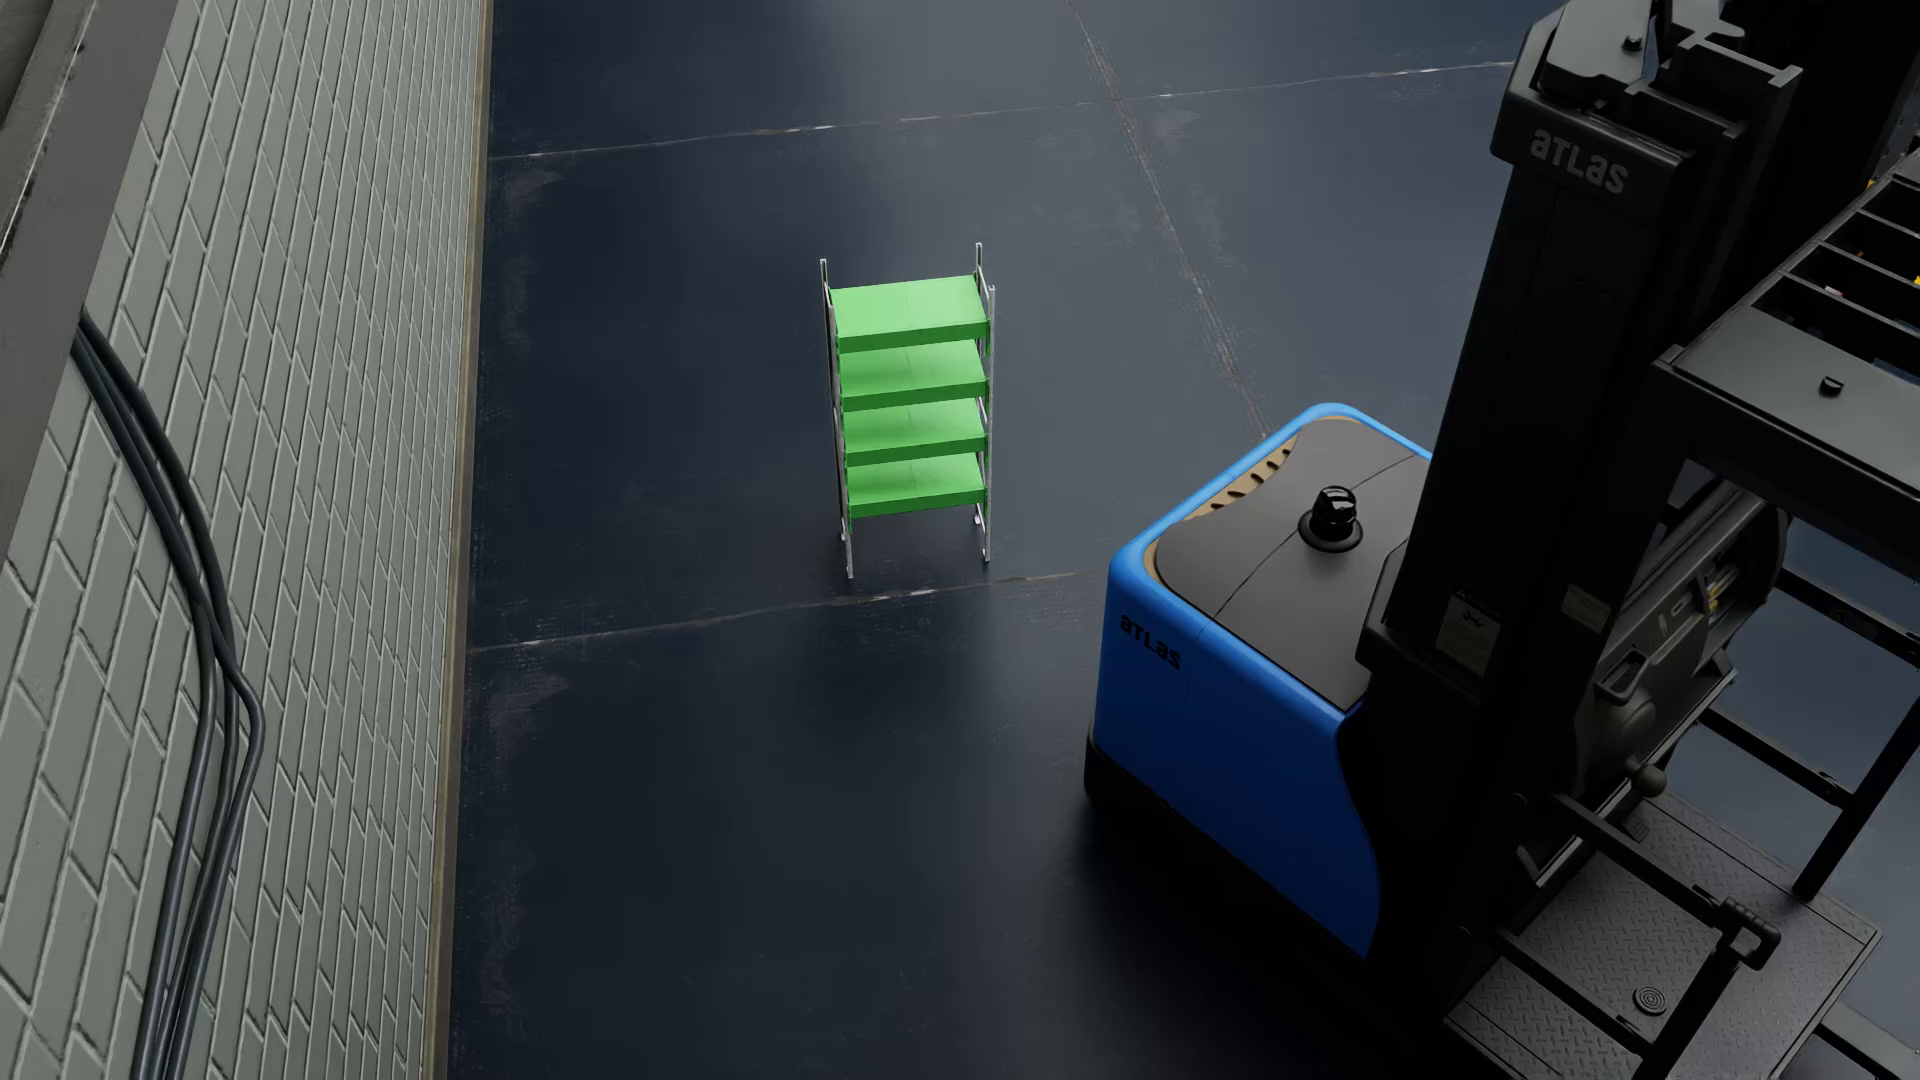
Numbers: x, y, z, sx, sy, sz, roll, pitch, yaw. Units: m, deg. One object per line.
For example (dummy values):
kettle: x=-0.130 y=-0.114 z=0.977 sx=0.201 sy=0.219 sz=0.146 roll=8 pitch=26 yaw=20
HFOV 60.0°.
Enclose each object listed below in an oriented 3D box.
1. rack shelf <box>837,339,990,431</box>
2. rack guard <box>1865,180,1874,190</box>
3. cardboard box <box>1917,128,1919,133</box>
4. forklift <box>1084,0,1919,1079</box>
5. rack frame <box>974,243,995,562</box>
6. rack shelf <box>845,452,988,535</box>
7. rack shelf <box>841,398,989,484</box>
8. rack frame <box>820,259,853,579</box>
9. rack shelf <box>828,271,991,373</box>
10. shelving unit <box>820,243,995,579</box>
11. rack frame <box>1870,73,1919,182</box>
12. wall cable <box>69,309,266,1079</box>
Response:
rack shelf: x=-0.163 y=-0.518 z=5.389 sx=0.480 sy=0.148 sz=0.258 roll=-7 pitch=46 yaw=-7
rack guard: x=3.713 y=-1.663 z=7.223 sx=0.348 sy=0.500 sz=1.175 roll=-7 pitch=46 yaw=-7
cardboard box: x=4.132 y=-2.048 z=7.288 sx=0.500 sy=0.500 sz=0.500 roll=-7 pitch=46 yaw=-7
forklift: x=1.767 y=0.302 z=3.641 sx=1.130 sy=2.935 sz=3.031 roll=-35 pitch=55 yaw=-29
rack frame: x=0.077 y=-0.426 z=5.545 sx=0.015 sy=1.200 sz=0.240 roll=-7 pitch=46 yaw=-7
rack shelf: x=-0.163 y=-0.185 z=5.735 sx=0.480 sy=0.148 sz=0.258 roll=-7 pitch=46 yaw=-7
rack shelf: x=-0.163 y=-0.352 z=5.562 sx=0.480 sy=0.148 sz=0.258 roll=-7 pitch=46 yaw=-7
rack frame: x=-0.404 y=-0.366 z=5.487 sx=0.015 sy=1.200 sz=0.240 roll=-7 pitch=46 yaw=-7
rack shelf: x=-0.163 y=-0.685 z=5.217 sx=0.480 sy=0.148 sz=0.258 roll=-7 pitch=46 yaw=-7
shelving unit: x=-0.163 y=-0.396 z=5.516 sx=0.503 sy=1.200 sz=0.258 roll=-7 pitch=46 yaw=-7
rack frame: x=3.638 y=-2.521 z=6.314 sx=0.127 sy=3.000 sz=1.000 roll=-7 pitch=46 yaw=-7
wall cable: x=-1.148 y=0.430 z=1.461 sx=0.112 sy=2.526 sz=3.097 roll=-7 pitch=46 yaw=-7
